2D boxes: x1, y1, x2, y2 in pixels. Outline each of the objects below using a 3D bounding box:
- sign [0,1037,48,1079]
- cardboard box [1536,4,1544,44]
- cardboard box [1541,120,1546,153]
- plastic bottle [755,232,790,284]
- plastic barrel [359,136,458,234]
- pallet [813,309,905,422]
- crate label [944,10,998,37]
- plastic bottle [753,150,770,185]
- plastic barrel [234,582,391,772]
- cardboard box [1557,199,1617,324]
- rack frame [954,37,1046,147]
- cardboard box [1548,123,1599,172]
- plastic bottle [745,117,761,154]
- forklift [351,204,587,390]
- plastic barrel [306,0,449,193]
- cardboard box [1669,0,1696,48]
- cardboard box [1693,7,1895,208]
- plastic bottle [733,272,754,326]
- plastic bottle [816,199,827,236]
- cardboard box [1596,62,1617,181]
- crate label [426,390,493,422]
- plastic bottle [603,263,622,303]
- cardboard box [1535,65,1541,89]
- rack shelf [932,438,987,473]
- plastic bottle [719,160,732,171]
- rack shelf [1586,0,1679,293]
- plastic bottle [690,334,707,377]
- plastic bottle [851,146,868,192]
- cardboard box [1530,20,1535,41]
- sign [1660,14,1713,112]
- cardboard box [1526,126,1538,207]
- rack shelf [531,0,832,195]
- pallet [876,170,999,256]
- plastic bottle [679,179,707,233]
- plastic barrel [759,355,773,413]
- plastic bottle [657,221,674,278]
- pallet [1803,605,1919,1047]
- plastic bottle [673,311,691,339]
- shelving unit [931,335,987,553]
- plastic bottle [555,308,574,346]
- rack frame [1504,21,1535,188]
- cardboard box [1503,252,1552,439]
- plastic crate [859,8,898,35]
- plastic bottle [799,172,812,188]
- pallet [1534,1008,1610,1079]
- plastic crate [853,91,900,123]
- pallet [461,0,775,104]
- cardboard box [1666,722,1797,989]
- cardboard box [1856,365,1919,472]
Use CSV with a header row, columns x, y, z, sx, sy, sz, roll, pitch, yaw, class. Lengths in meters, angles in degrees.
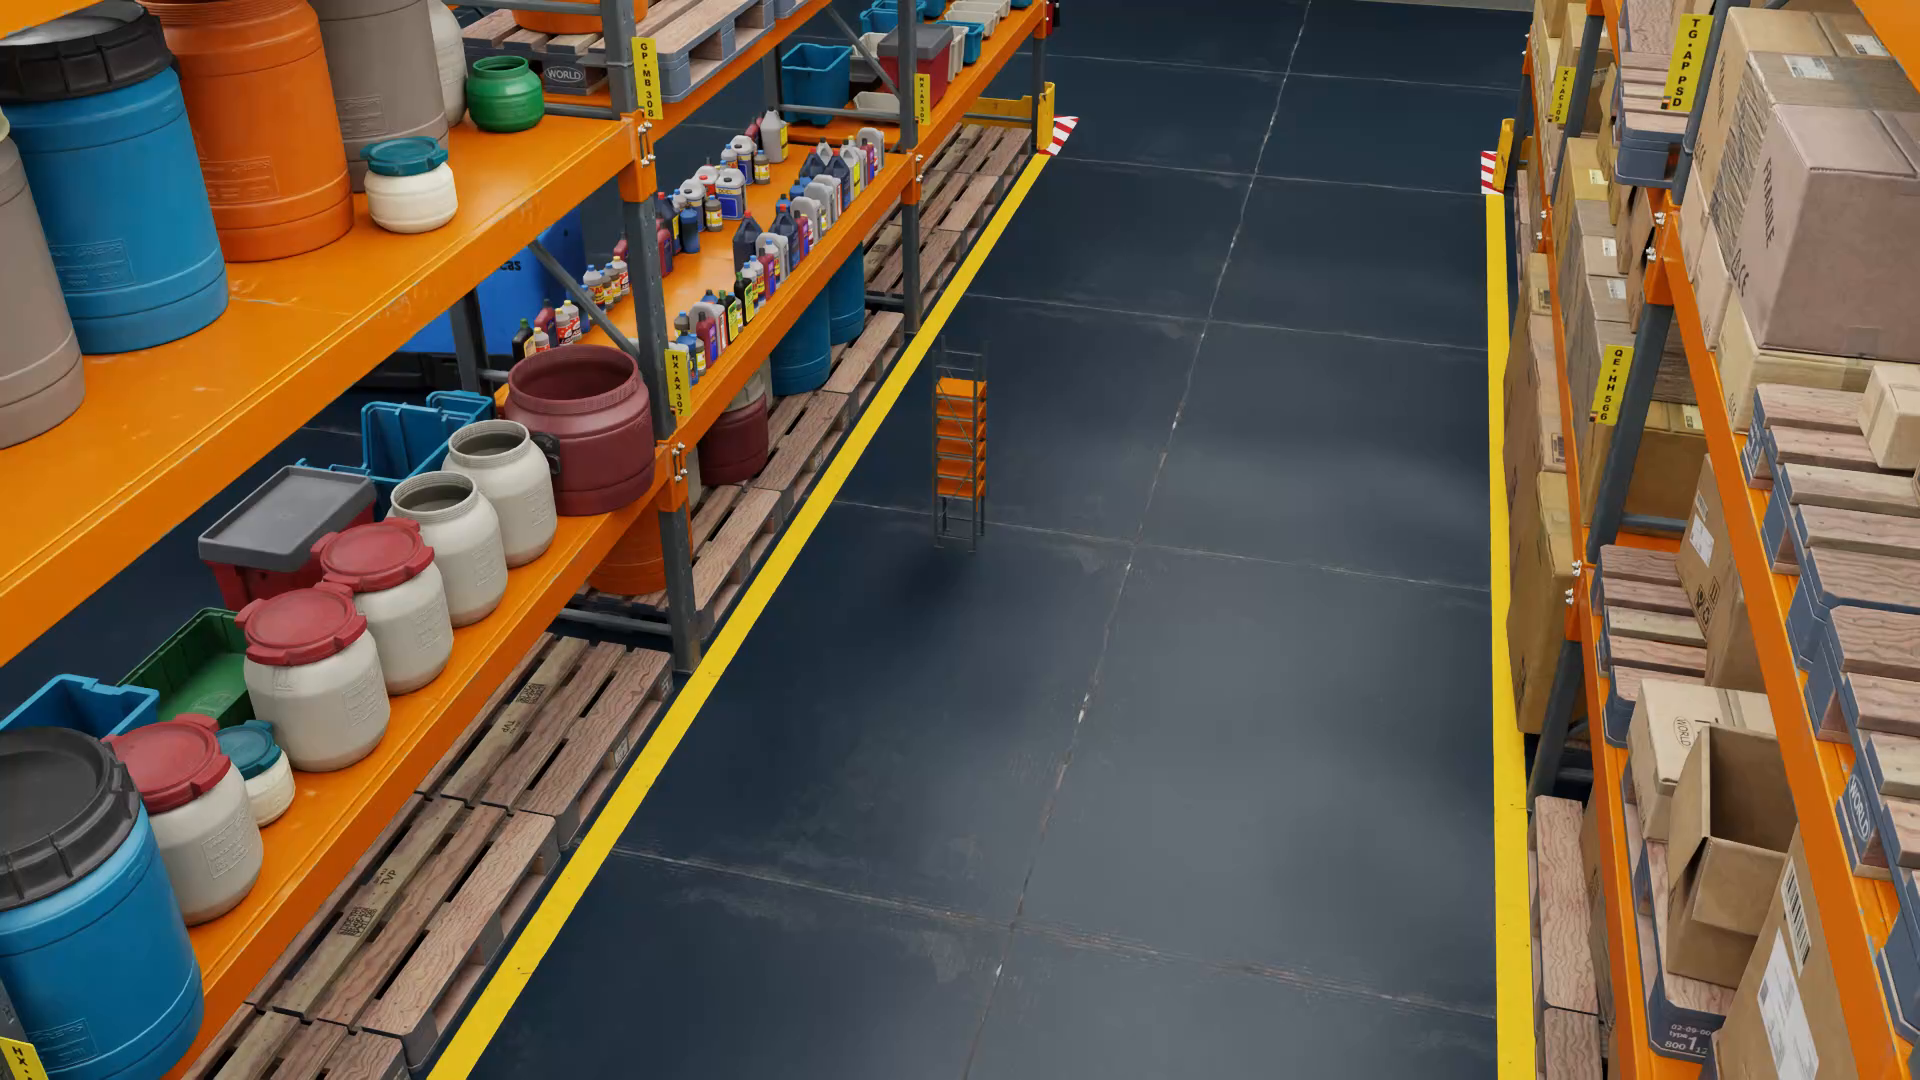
x,y,z,sx,sy,sz,roll,pitch,yaw,class
-2.273,1.342,4.085,0.100,0.325,0.005,8,33,12,sign
4.526,-3.754,12.222,0.500,0.250,0.500,8,33,12,cardboard box
3.975,-2.596,10.772,0.380,0.149,0.250,9,33,13,cardboard box
-1.013,-1.545,9.001,0.152,0.276,0.135,8,33,12,plastic bottle
-1.884,-1.213,5.696,0.301,0.262,0.301,0,32,0,plastic barrel
-1.008,-1.202,10.944,1.003,0.211,1.213,8,33,12,pallet
0.077,-4.019,12.966,0.396,0.136,0.243,8,33,12,crate label
-1.225,-2.304,10.263,0.097,0.201,0.097,0,32,0,plastic bottle
-2.161,0.473,5.583,0.433,0.535,0.433,0,32,0,plastic barrel
3.406,-1.416,8.588,0.500,0.500,0.500,7,33,11,cardboard box
0.243,-4.849,14.082,1.000,3.000,0.127,8,33,12,rack frame
3.877,-2.426,10.133,0.500,0.250,0.500,7,33,11,cardboard box
-1.311,-2.523,10.531,0.061,0.283,0.133,8,33,12,plastic bottle
-4.038,-2.464,10.395,3.031,2.935,1.130,2,33,3,forklift
-2.205,-1.778,5.988,0.600,0.901,0.600,0,32,0,plastic barrel
3.223,-2.295,6.783,0.500,0.500,0.500,10,34,15,cardboard box
2.636,-1.333,5.196,0.500,0.500,0.500,8,33,13,cardboard box
-1.110,-1.252,8.532,0.061,0.283,0.133,8,33,12,plastic bottle
-0.817,-1.856,9.559,0.097,0.201,0.097,0,32,0,plastic bottle
3.865,-2.232,8.937,0.797,0.503,0.637,7,33,11,cardboard box
-2.256,-0.459,7.333,0.303,0.233,0.416,8,33,12,crate label
-1.843,-1.362,8.782,0.097,0.201,0.097,0,32,0,plastic bottle
4.301,-3.262,11.819,0.380,0.149,0.250,8,33,12,cardboard box
-0.004,-0.461,8.940,0.258,0.103,0.180,8,33,12,rack shelf
-1.431,-2.204,10.107,0.097,0.201,0.097,0,32,0,plastic bottle
3.511,-2.023,7.512,1.077,0.370,4.000,8,33,12,rack shelf
-1.284,-0.901,8.057,0.097,0.201,0.097,0,32,0,plastic bottle
-0.652,-2.283,10.161,0.152,0.276,0.135,8,33,12,plastic bottle
4.625,-3.929,12.869,0.380,0.149,0.250,8,33,13,cardboard box
2.469,-1.621,5.652,0.100,0.325,0.005,8,33,12,sign
4.949,-3.112,12.939,0.875,0.875,0.875,8,33,12,cardboard box
-1.279,-2.698,8.572,1.077,0.370,4.000,8,33,12,rack shelf
-0.315,-2.619,13.172,1.003,0.211,1.213,8,33,12,pallet
-1.552,-1.932,9.608,0.152,0.276,0.135,8,33,12,plastic bottle
-1.336,-0.972,9.911,0.421,0.512,0.421,0,32,0,plastic barrel
-1.621,-1.586,9.057,0.061,0.283,0.133,8,33,12,plastic bottle
2.248,0.560,2.952,1.213,0.211,1.003,8,33,12,pallet
-1.373,-1.042,8.278,0.097,0.201,0.097,0,32,0,plastic bottle
-0.004,-0.499,8.916,0.258,1.200,0.189,8,33,12,shelving unit
-1.992,-1.059,8.305,0.097,0.201,0.097,0,32,0,plastic bottle
5.034,-4.175,13.021,1.000,3.000,0.127,8,33,12,rack frame
3.876,-1.045,9.686,1.225,0.875,0.875,8,33,13,cardboard box
-0.548,-3.881,12.660,0.416,0.233,0.300,8,33,12,plastic crate
-0.905,-2.027,9.762,0.097,0.271,0.097,0,32,0,plastic bottle
2.492,2.190,5.608,1.003,0.211,1.213,8,33,12,pallet
-0.516,-2.909,11.220,0.396,0.136,0.243,8,33,12,plastic crate
-1.498,-2.267,7.401,1.003,0.211,1.213,8,33,12,pallet
2.339,0.919,4.520,0.797,0.503,0.637,11,34,17,cardboard box
2.368,-0.279,3.923,0.380,0.166,0.250,7,33,11,cardboard box
